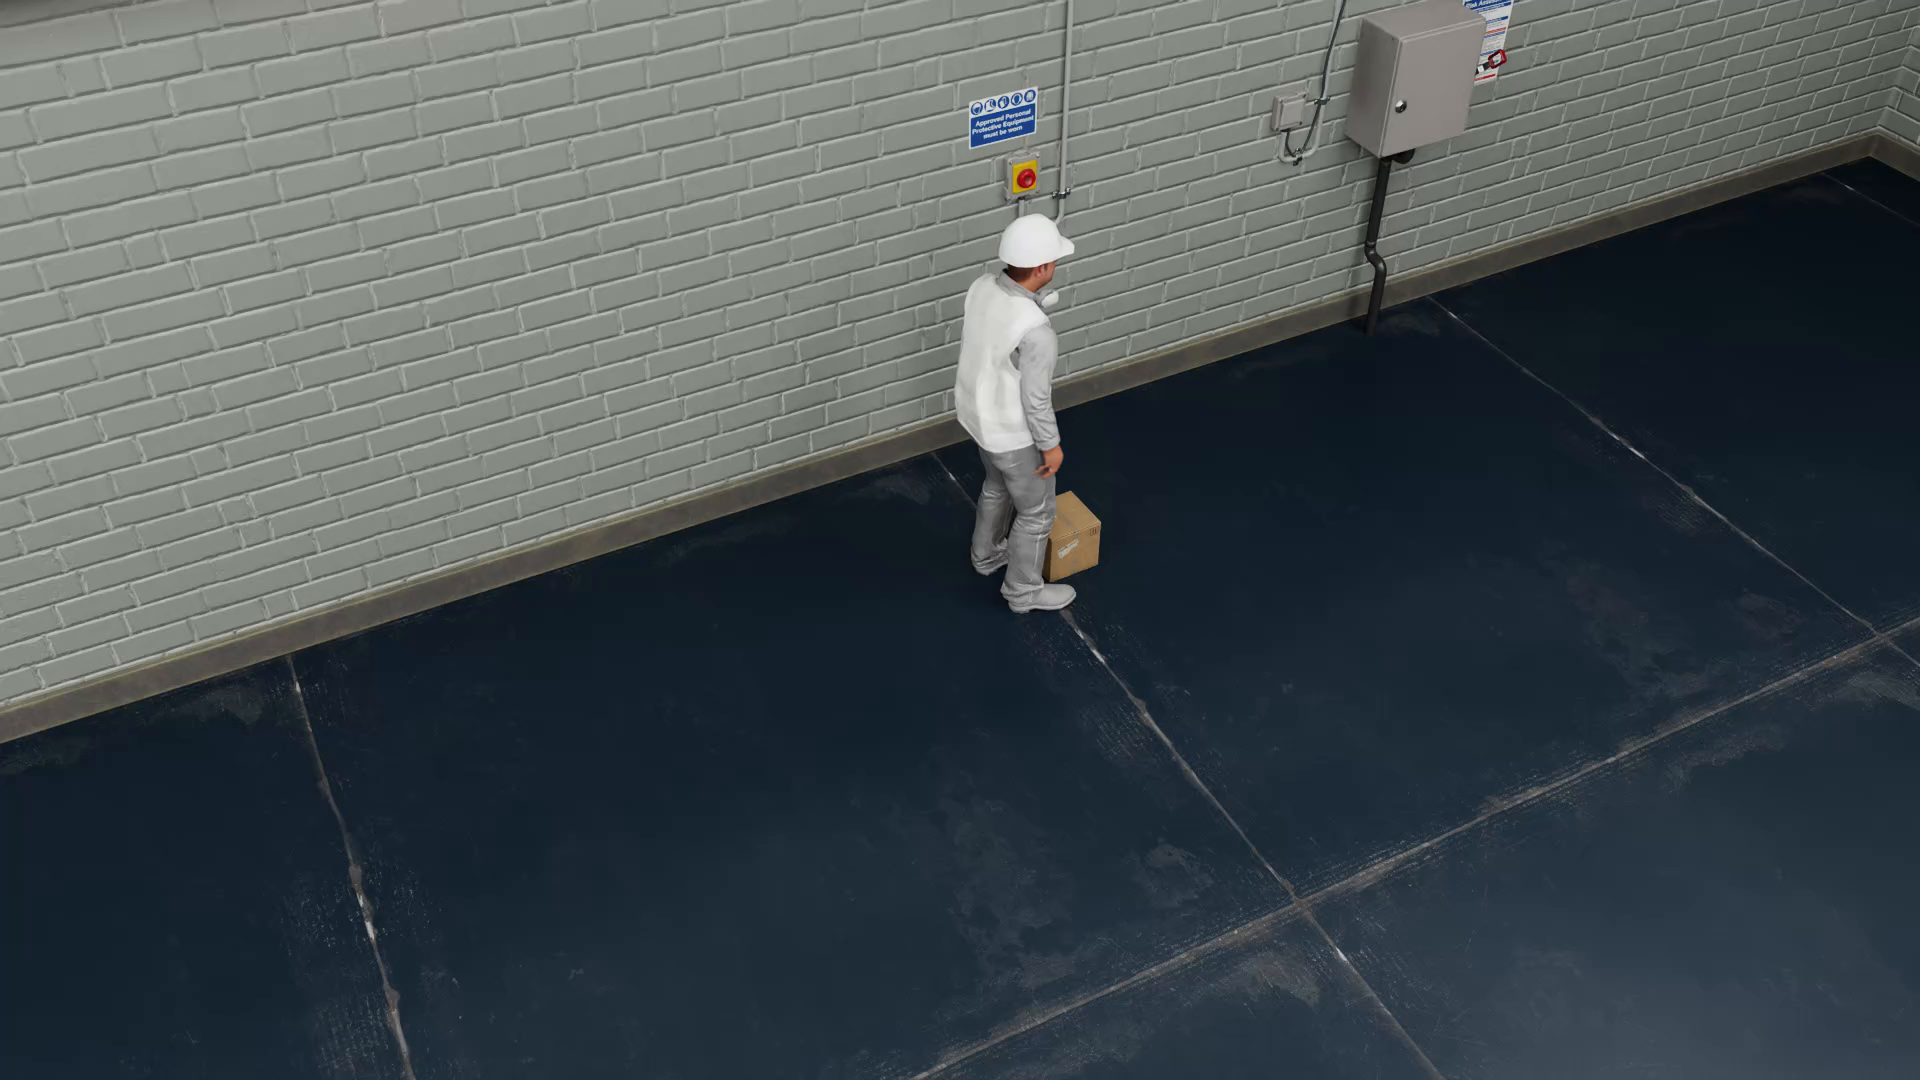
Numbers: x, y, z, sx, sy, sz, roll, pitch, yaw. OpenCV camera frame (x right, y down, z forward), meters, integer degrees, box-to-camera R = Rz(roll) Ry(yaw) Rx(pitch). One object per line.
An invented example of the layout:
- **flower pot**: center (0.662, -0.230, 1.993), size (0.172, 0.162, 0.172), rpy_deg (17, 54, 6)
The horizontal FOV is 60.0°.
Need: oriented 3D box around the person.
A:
- **person**: center (0.222, -0.497, 6.710), size (0.461, 1.771, 0.580), rpy_deg (-19, 44, -20)
